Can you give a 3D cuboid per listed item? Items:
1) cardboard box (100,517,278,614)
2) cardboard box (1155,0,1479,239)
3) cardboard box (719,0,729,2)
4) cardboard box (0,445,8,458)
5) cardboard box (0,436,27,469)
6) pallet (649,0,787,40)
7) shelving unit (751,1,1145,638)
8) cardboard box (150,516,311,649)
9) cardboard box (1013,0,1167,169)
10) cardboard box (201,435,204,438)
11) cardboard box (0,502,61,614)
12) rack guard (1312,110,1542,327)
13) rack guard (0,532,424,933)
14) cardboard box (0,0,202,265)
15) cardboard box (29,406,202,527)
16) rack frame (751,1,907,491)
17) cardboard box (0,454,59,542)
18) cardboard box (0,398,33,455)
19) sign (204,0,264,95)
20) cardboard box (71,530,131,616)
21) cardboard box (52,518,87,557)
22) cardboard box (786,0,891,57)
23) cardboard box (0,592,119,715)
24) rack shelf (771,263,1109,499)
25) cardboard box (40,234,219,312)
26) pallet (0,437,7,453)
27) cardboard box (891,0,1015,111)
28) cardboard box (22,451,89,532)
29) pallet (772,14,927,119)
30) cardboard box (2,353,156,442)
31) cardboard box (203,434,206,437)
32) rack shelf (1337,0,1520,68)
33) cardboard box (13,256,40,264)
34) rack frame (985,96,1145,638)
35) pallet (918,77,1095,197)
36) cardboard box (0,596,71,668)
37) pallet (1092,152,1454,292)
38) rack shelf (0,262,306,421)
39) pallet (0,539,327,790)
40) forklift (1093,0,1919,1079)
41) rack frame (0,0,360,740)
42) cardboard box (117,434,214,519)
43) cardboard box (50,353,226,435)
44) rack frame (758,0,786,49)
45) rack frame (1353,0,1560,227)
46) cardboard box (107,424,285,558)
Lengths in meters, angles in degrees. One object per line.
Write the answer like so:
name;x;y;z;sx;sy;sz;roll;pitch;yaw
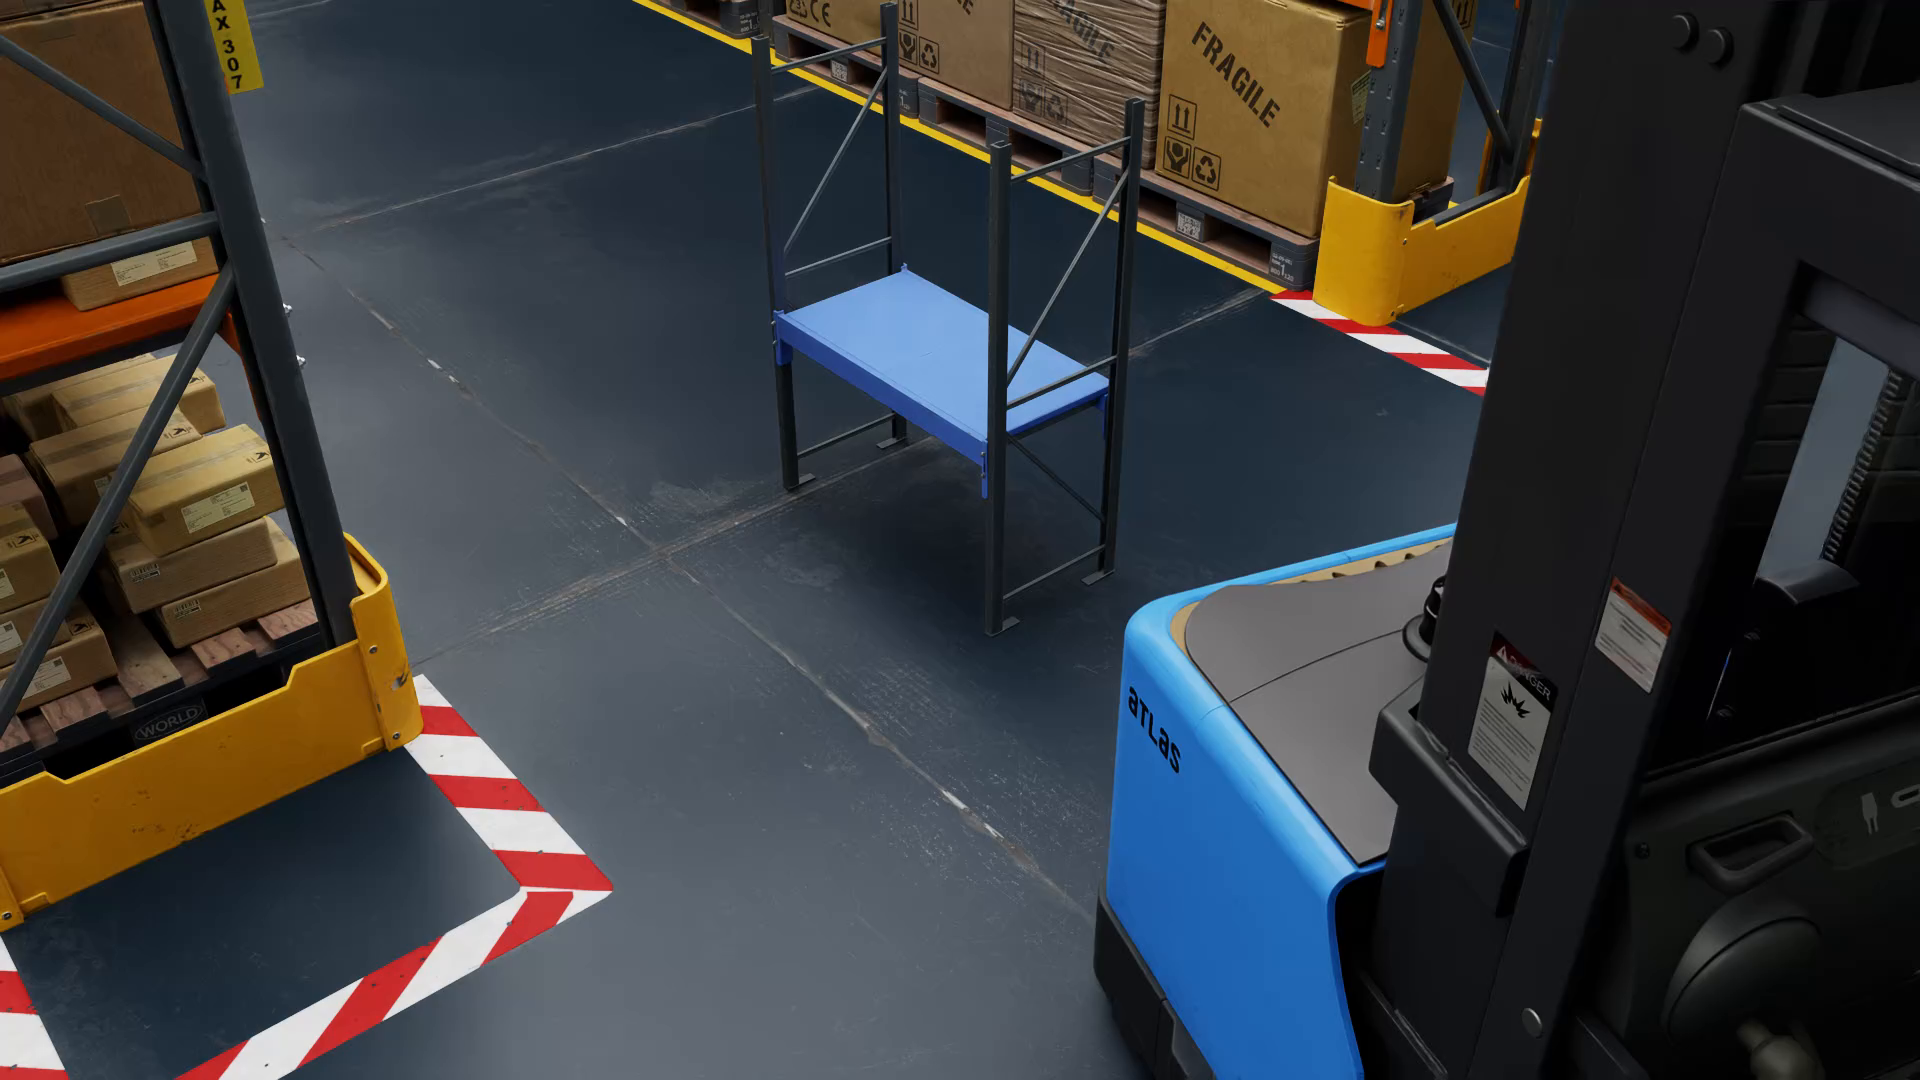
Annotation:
cardboard box;-2.083;0.015;4.479;0.380;0.149;0.250;-24;42;-30
cardboard box;1.439;-1.891;6.799;0.875;0.875;0.875;-26;43;-32
cardboard box;-1.096;-3.679;9.324;1.225;0.875;0.875;-26;43;-32
cardboard box;-2.931;-0.170;4.741;0.380;0.149;0.250;-27;43;-32
cardboard box;-2.750;-0.310;5.196;0.380;0.149;0.250;-26;43;-32
pallet;-1.224;-3.274;9.691;1.003;0.211;1.213;-26;43;-32
shelving unit;-0.055;-0.650;4.870;0.538;1.500;1.048;-26;43;-32
cardboard box;-2.035;0.113;4.598;0.380;0.149;0.250;-25;42;-31
cardboard box;0.852;-2.292;7.367;0.875;0.875;0.875;-26;43;-32
cardboard box;-2.525;-0.355;5.003;0.380;0.149;0.250;-25;42;-30
cardboard box;-2.476;0.082;4.128;0.380;0.149;0.250;-25;43;-31
rack guard;1.929;-1.303;6.657;1.175;0.500;0.348;-26;43;-32
rack guard;-1.990;0.458;4.170;1.175;0.500;0.348;-26;43;-32
cardboard box;-2.020;-0.992;3.711;0.500;0.500;0.500;-24;42;-30
cardboard box;-2.289;-0.214;4.545;0.380;0.149;0.250;-25;42;-31
rack frame;-0.383;-0.874;5.187;0.500;1.500;0.032;-26;43;-32
cardboard box;-2.595;-0.051;4.315;0.380;0.149;0.250;-25;42;-31
cardboard box;-2.769;-0.437;5.118;0.380;0.149;0.250;-28;44;-34
sign;-1.527;-1.084;3.436;0.100;0.325;0.005;-26;43;-32
cardboard box;-2.266;0.028;4.718;0.380;0.149;0.250;-26;43;-32
cardboard box;-2.432;-0.079;4.870;0.380;0.149;0.250;-26;43;-31
cardboard box;-0.303;-3.083;8.482;0.875;0.875;0.875;-26;43;-32
cardboard box;-2.440;0.309;4.322;0.380;0.149;0.250;-25;42;-31
rack shelf;-0.055;-0.503;4.974;0.538;0.185;1.000;-26;43;-32
cardboard box;-1.900;-0.691;3.848;0.380;0.149;0.250;-26;43;-32
pallet;-3.270;-0.334;5.539;1.003;0.211;1.213;-26;43;-32
cardboard box;0.277;-2.685;7.921;0.875;0.875;0.875;-26;43;-32
cardboard box;-2.442;-0.202;4.785;0.380;0.149;0.250;-25;43;-31
pallet;-0.237;-2.597;8.734;1.003;0.211;1.213;-26;43;-32
cardboard box;-2.577;-0.452;4.881;0.380;0.149;0.250;-28;44;-34
cardboard box;-2.513;-0.233;5.087;0.380;0.149;0.250;-25;43;-31
rack shelf;0.622;-2.923;7.404;1.077;0.370;4.000;-26;43;-32
cardboard box;-2.096;-0.788;3.985;0.380;0.149;0.250;-24;42;-30
rack frame;0.273;-0.425;4.553;0.500;1.500;0.032;-26;43;-32
pallet;0.554;-2.058;7.973;1.003;0.211;1.213;-26;43;-32
cardboard box;-2.500;0.216;4.196;0.380;0.149;0.250;-27;44;-33
pallet;1.337;-1.519;7.213;1.003;0.211;1.213;-26;43;-32
rack shelf;-3.232;-1.118;4.855;1.077;0.370;4.000;-26;43;-32
pallet;-2.487;0.204;4.779;1.003;0.211;1.213;-26;43;-32
forklift;1.320;0.492;2.019;1.130;2.935;3.031;-13;37;-18
rack frame;-1.941;-0.528;3.401;1.000;3.000;0.127;-26;43;-32
cardboard box;-2.217;-0.127;4.679;0.380;0.149;0.250;-26;43;-32
cardboard box;-2.354;-0.373;4.770;0.380;0.149;0.250;-26;43;-32
rack frame;-0.668;-4.100;8.443;1.000;3.000;0.127;-26;43;-32
rack frame;1.913;-2.334;5.950;1.000;3.000;0.127;-26;43;-32
cardboard box;-2.020;-0.137;4.437;0.380;0.149;0.250;-28;44;-34
